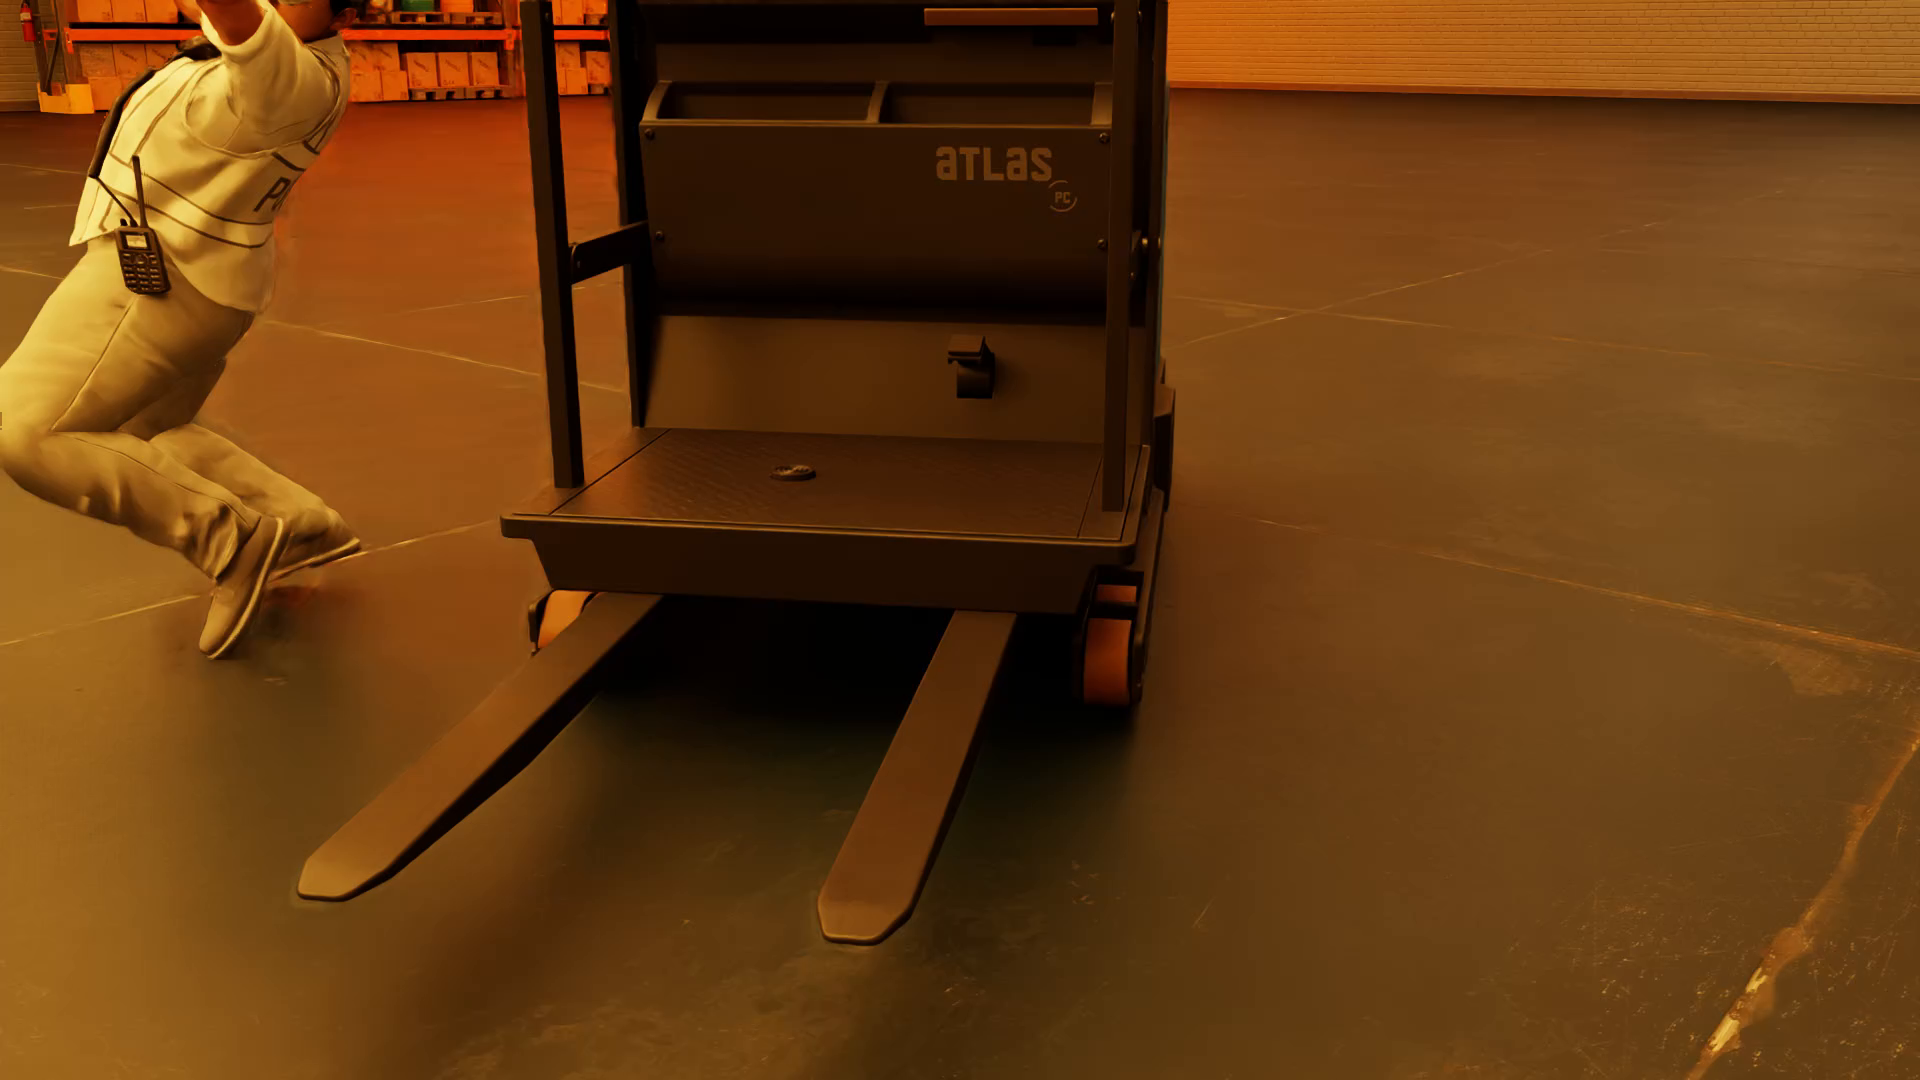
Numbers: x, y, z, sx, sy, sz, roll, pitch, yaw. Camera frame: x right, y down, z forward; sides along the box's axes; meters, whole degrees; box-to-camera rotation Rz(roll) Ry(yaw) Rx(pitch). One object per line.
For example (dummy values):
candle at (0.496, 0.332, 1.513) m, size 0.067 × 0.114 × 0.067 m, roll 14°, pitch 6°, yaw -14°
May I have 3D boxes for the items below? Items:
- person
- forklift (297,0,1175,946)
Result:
person at (-1.439, -0.559, 3.164) m, size 0.720 × 1.545 × 0.884 m, roll -5°, pitch 17°, yaw -15°
forklift at (-0.183, -1.212, 2.888) m, size 1.130 × 2.935 × 3.031 m, roll 3°, pitch 17°, yaw 8°
